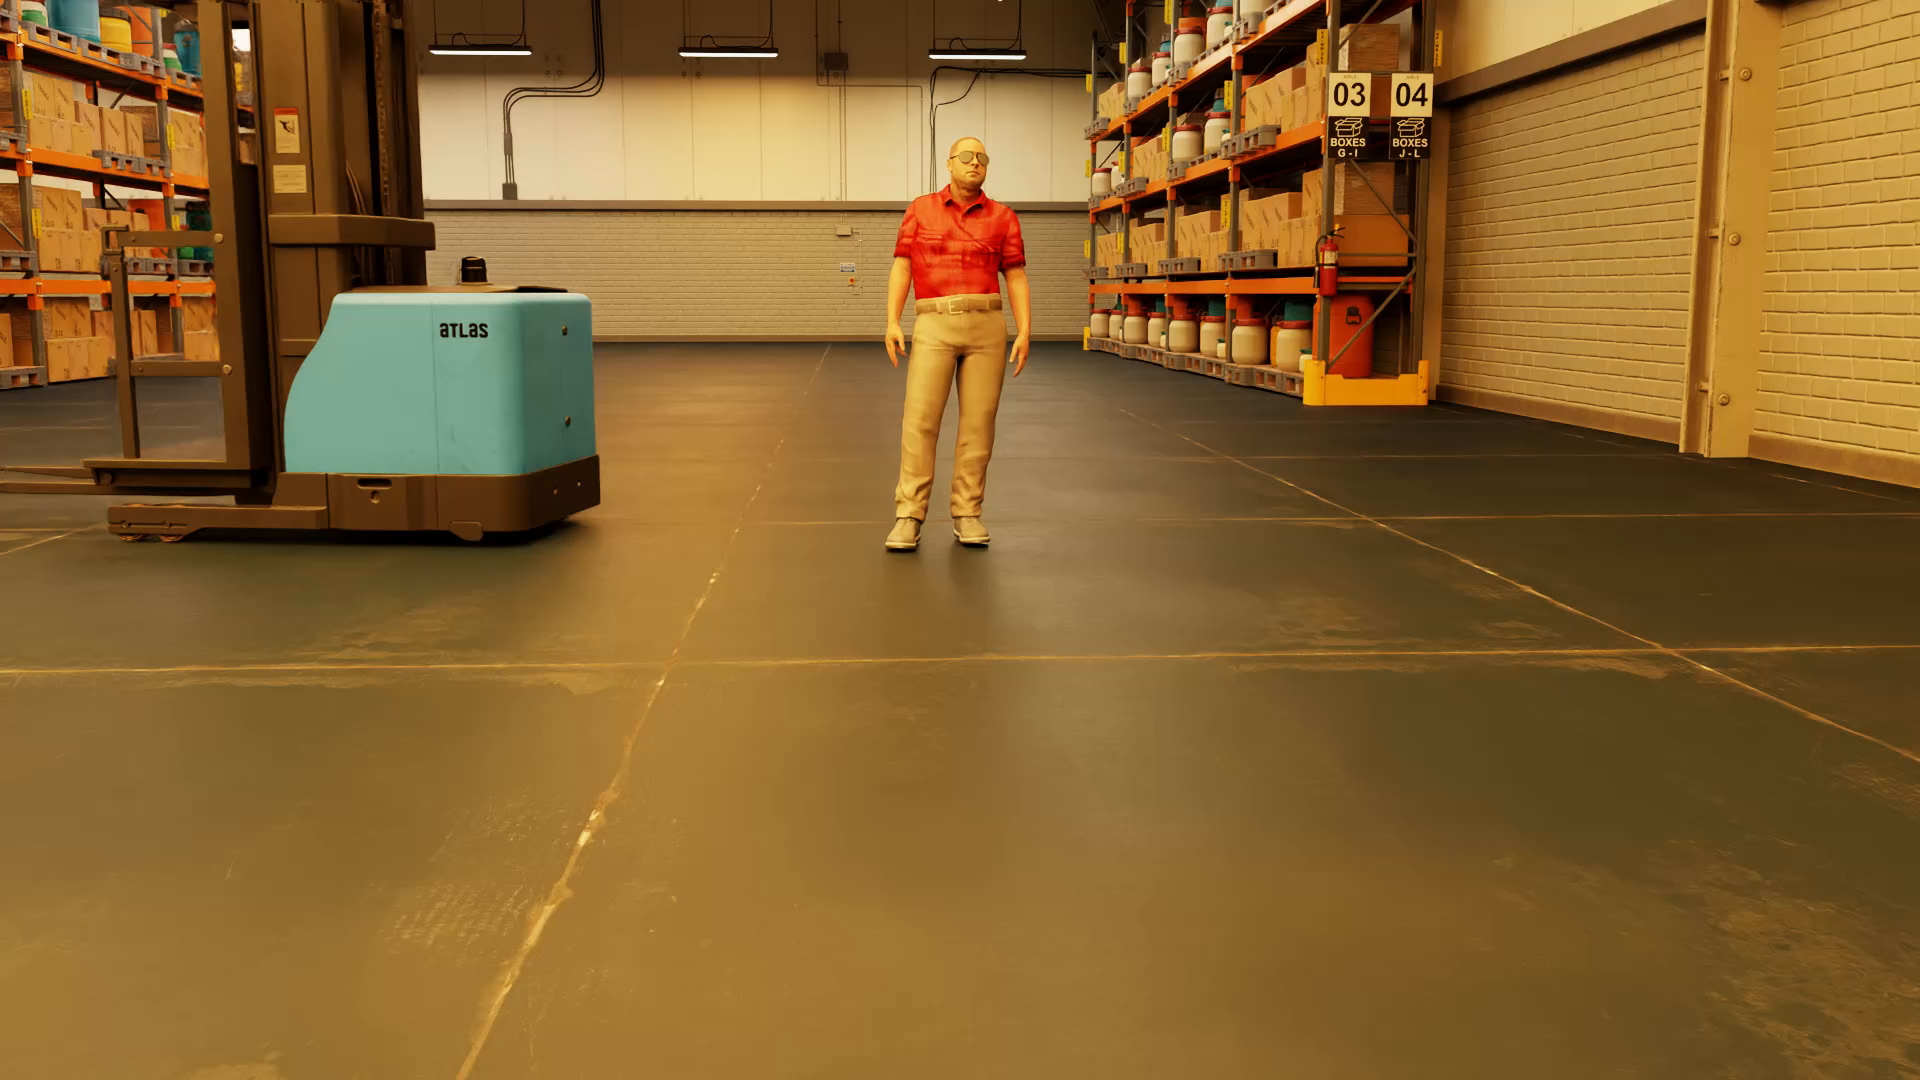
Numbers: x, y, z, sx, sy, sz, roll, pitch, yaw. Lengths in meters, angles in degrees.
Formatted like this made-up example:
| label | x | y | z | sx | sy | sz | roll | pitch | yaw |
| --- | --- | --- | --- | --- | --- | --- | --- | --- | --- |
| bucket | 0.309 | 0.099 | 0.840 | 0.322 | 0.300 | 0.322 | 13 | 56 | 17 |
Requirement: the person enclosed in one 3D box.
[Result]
| label | x | y | z | sx | sy | sz | roll | pitch | yaw |
| --- | --- | --- | --- | --- | --- | --- | --- | --- | --- |
| person | -0.007 | -0.849 | 7.093 | 0.640 | 1.727 | 0.551 | -1 | 8 | -4 |

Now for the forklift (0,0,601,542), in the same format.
| label | x | y | z | sx | sy | sz | roll | pitch | yaw |
| --- | --- | --- | --- | --- | --- | --- | --- | --- | --- |
| forklift | -3.282 | -1.515 | 7.536 | 3.031 | 2.935 | 1.130 | 1 | 9 | 7 |
